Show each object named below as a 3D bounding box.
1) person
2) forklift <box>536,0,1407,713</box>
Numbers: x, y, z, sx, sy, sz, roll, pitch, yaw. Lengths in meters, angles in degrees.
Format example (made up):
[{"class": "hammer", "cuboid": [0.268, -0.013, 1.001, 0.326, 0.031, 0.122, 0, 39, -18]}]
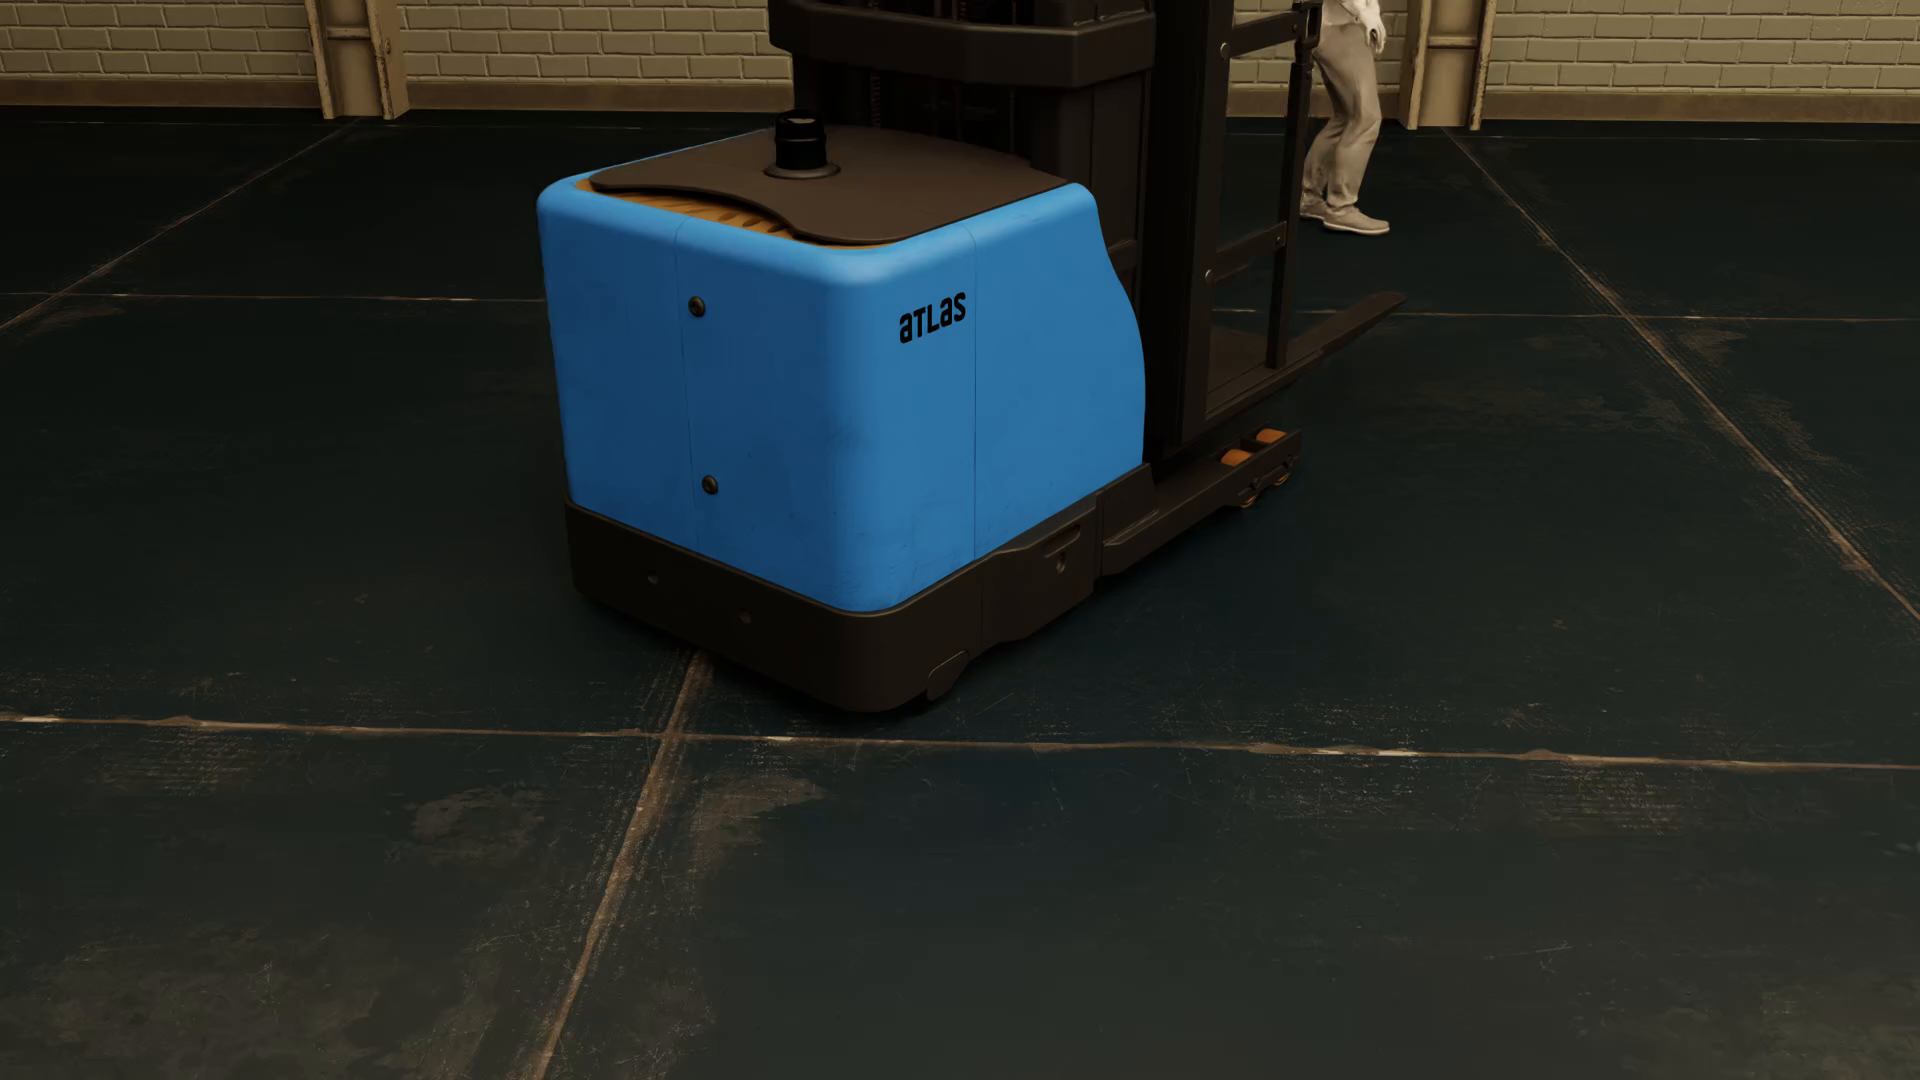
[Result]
[{"class": "person", "cuboid": [1.667, -2.148, 7.037, 0.471, 1.644, 0.693, 6, 27, 12]}, {"class": "forklift", "cuboid": [0.341, -1.526, 4.301, 1.130, 2.935, 3.031, 19, 32, 34]}]
